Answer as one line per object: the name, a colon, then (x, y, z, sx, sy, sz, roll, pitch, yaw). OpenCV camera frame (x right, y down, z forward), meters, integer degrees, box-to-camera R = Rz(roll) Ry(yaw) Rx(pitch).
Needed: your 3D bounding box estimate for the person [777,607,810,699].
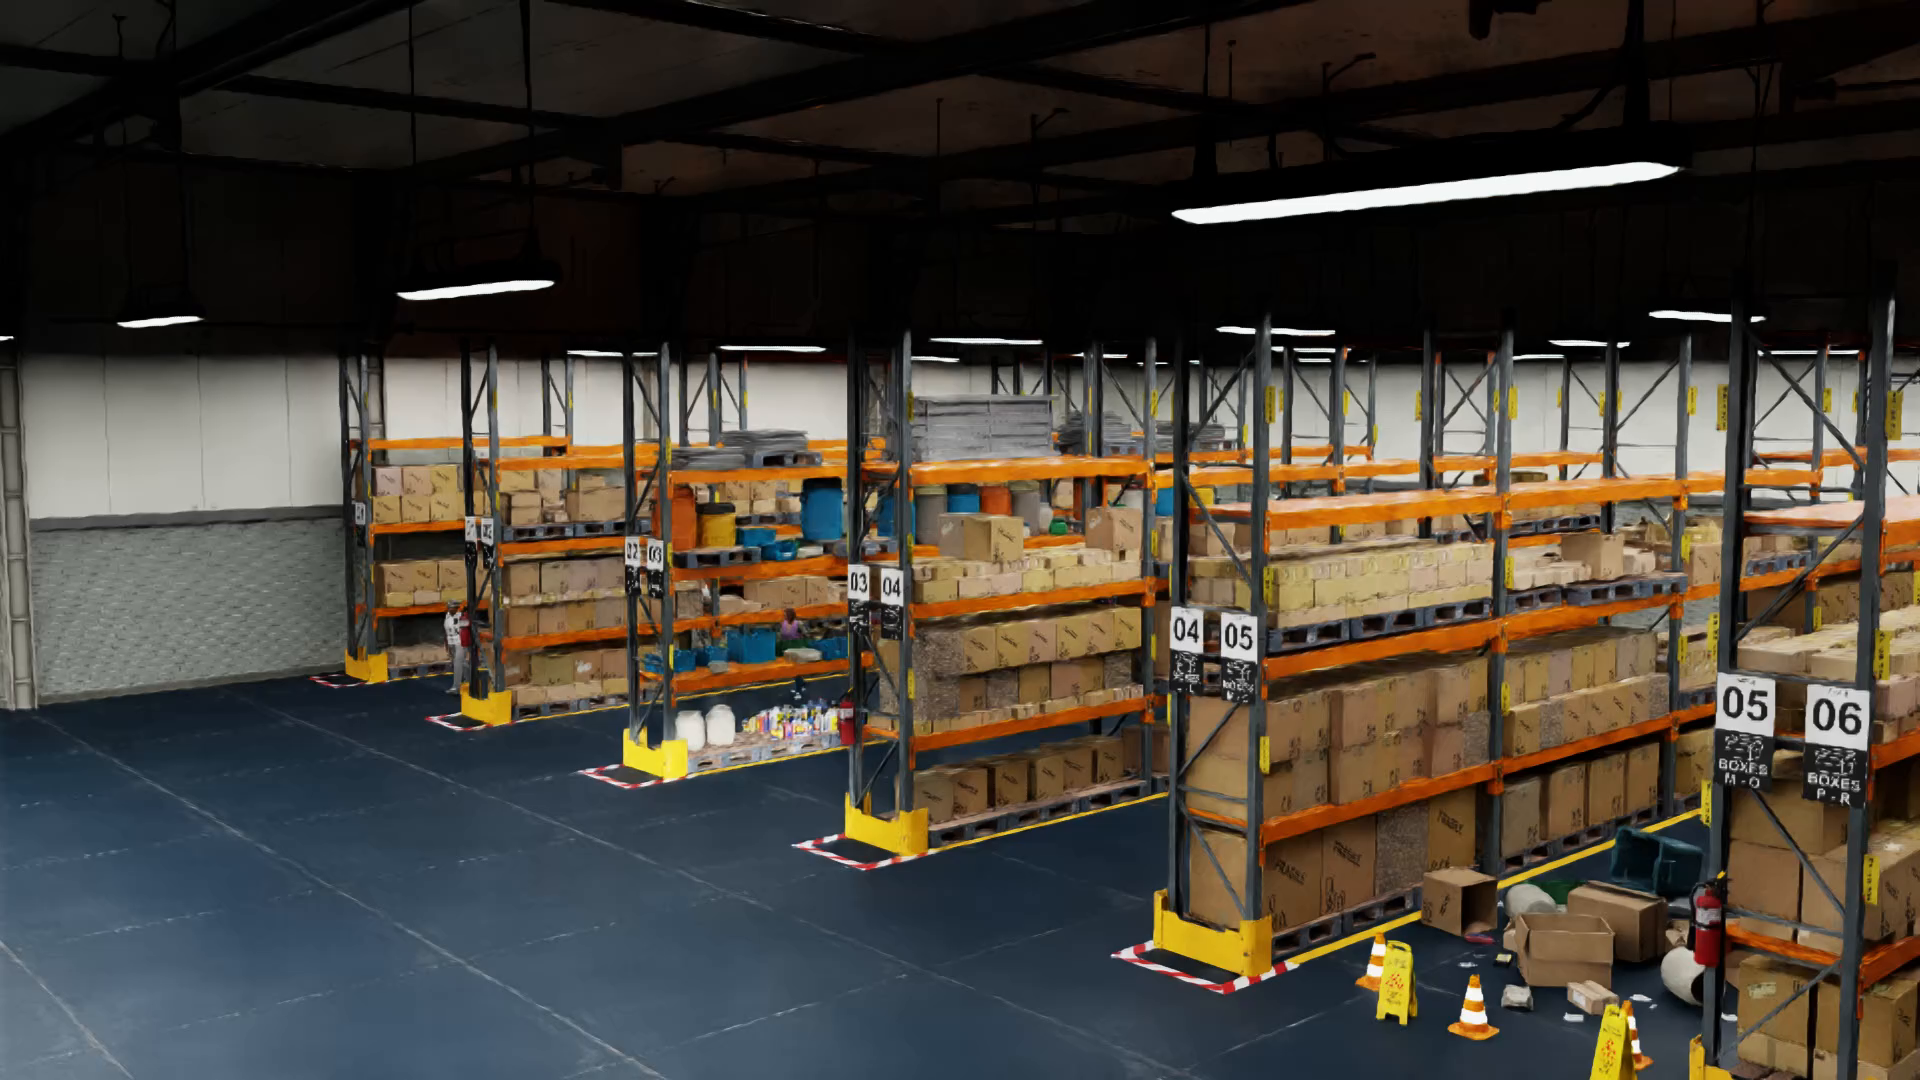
person: (-2.779, 1.875, 28.099, 0.550, 1.525, 0.788, 3, 6, 31)

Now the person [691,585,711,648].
person: (-5.147, 1.413, 32.298, 0.571, 1.708, 1.033, 4, 7, 40)

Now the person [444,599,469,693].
person: (-8.652, 1.797, 28.625, 0.494, 1.620, 0.936, 2, 6, 25)
